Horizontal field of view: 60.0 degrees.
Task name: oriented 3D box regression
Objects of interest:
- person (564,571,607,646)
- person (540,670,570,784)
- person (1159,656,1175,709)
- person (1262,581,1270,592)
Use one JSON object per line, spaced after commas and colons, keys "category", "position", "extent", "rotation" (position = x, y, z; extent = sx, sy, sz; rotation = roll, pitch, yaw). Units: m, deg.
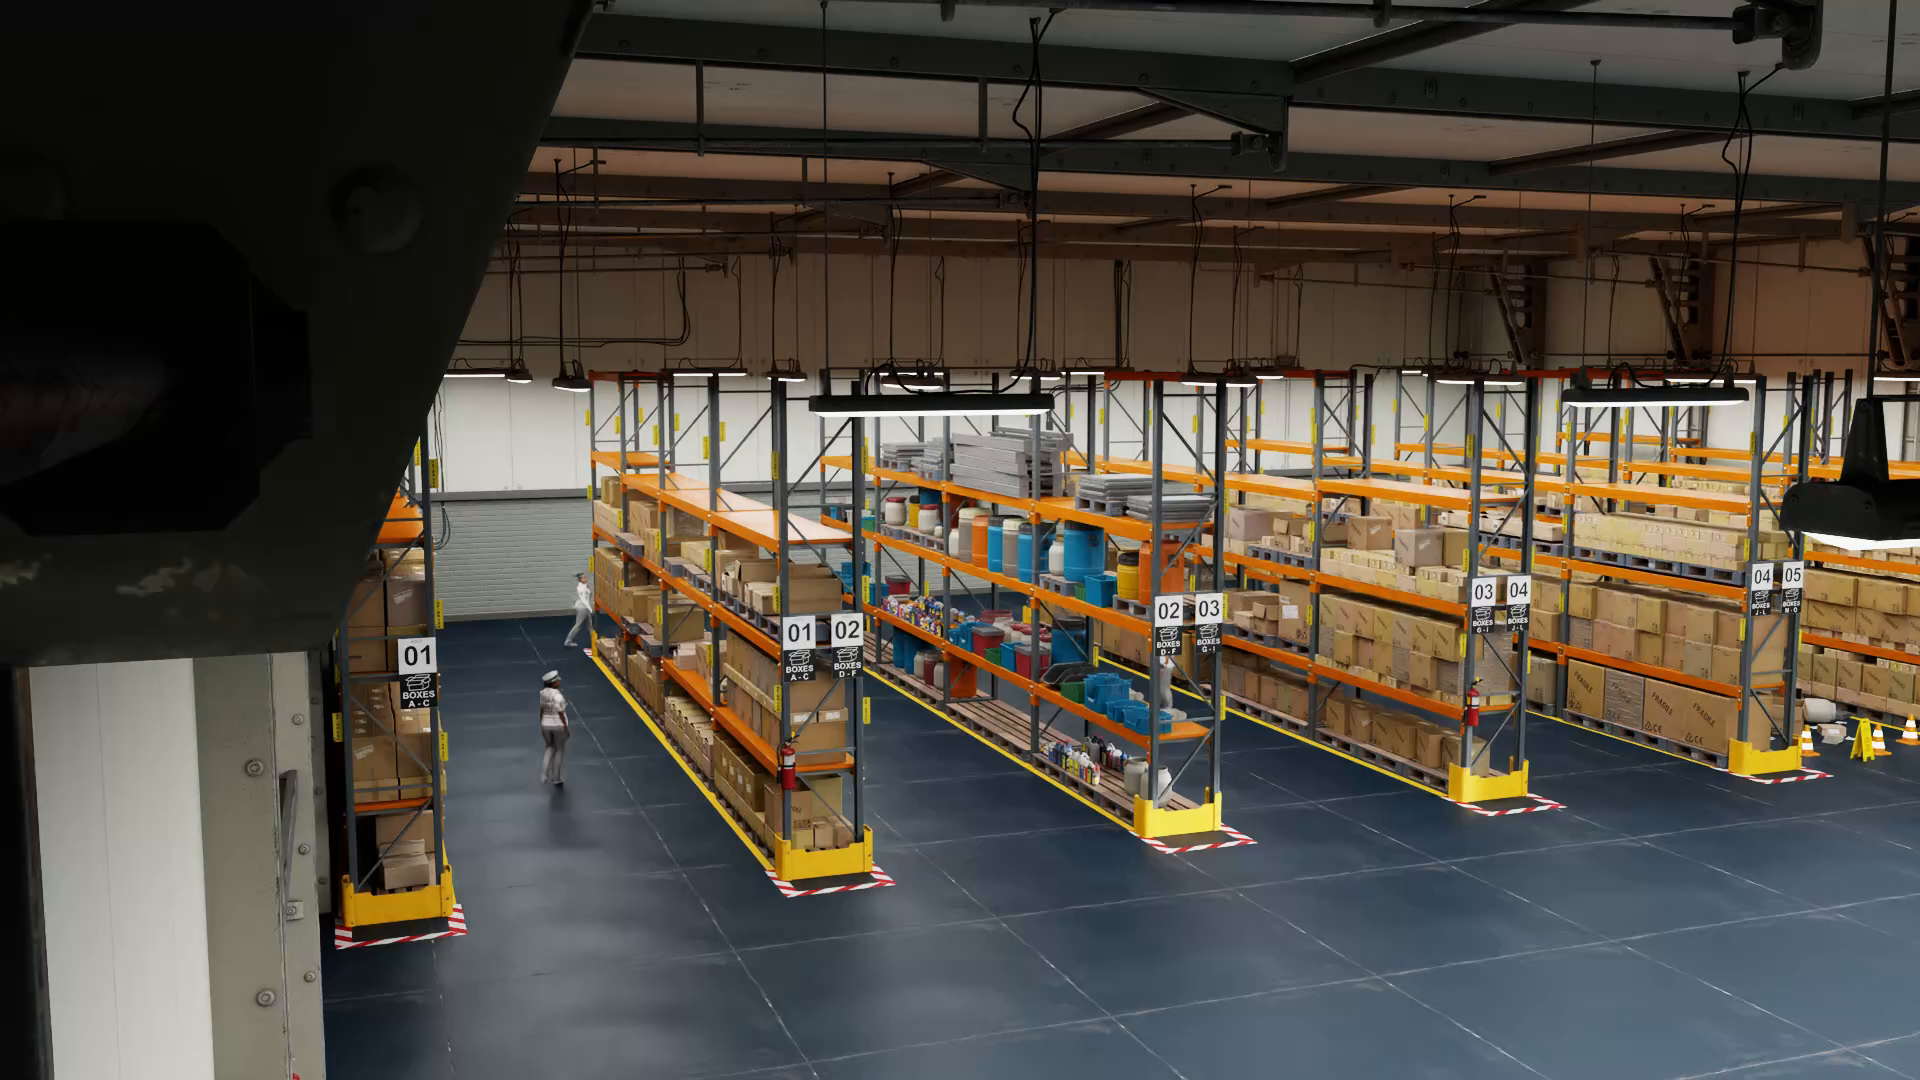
{"category": "person", "position": [-8.122, 1.470, 36.106], "extent": [1.037, 1.619, 0.581], "rotation": [-4, 7, -29]}
{"category": "person", "position": [-5.969, 2.753, 24.467], "extent": [0.464, 1.693, 0.447], "rotation": [2, 7, 16]}
{"category": "person", "position": [3.499, 2.260, 29.263], "extent": [0.629, 1.651, 0.501], "rotation": [2, 7, 14]}
{"category": "person", "position": [7.849, 0.708, 42.826], "extent": [0.486, 1.700, 0.476], "rotation": [-5, 8, -39]}
